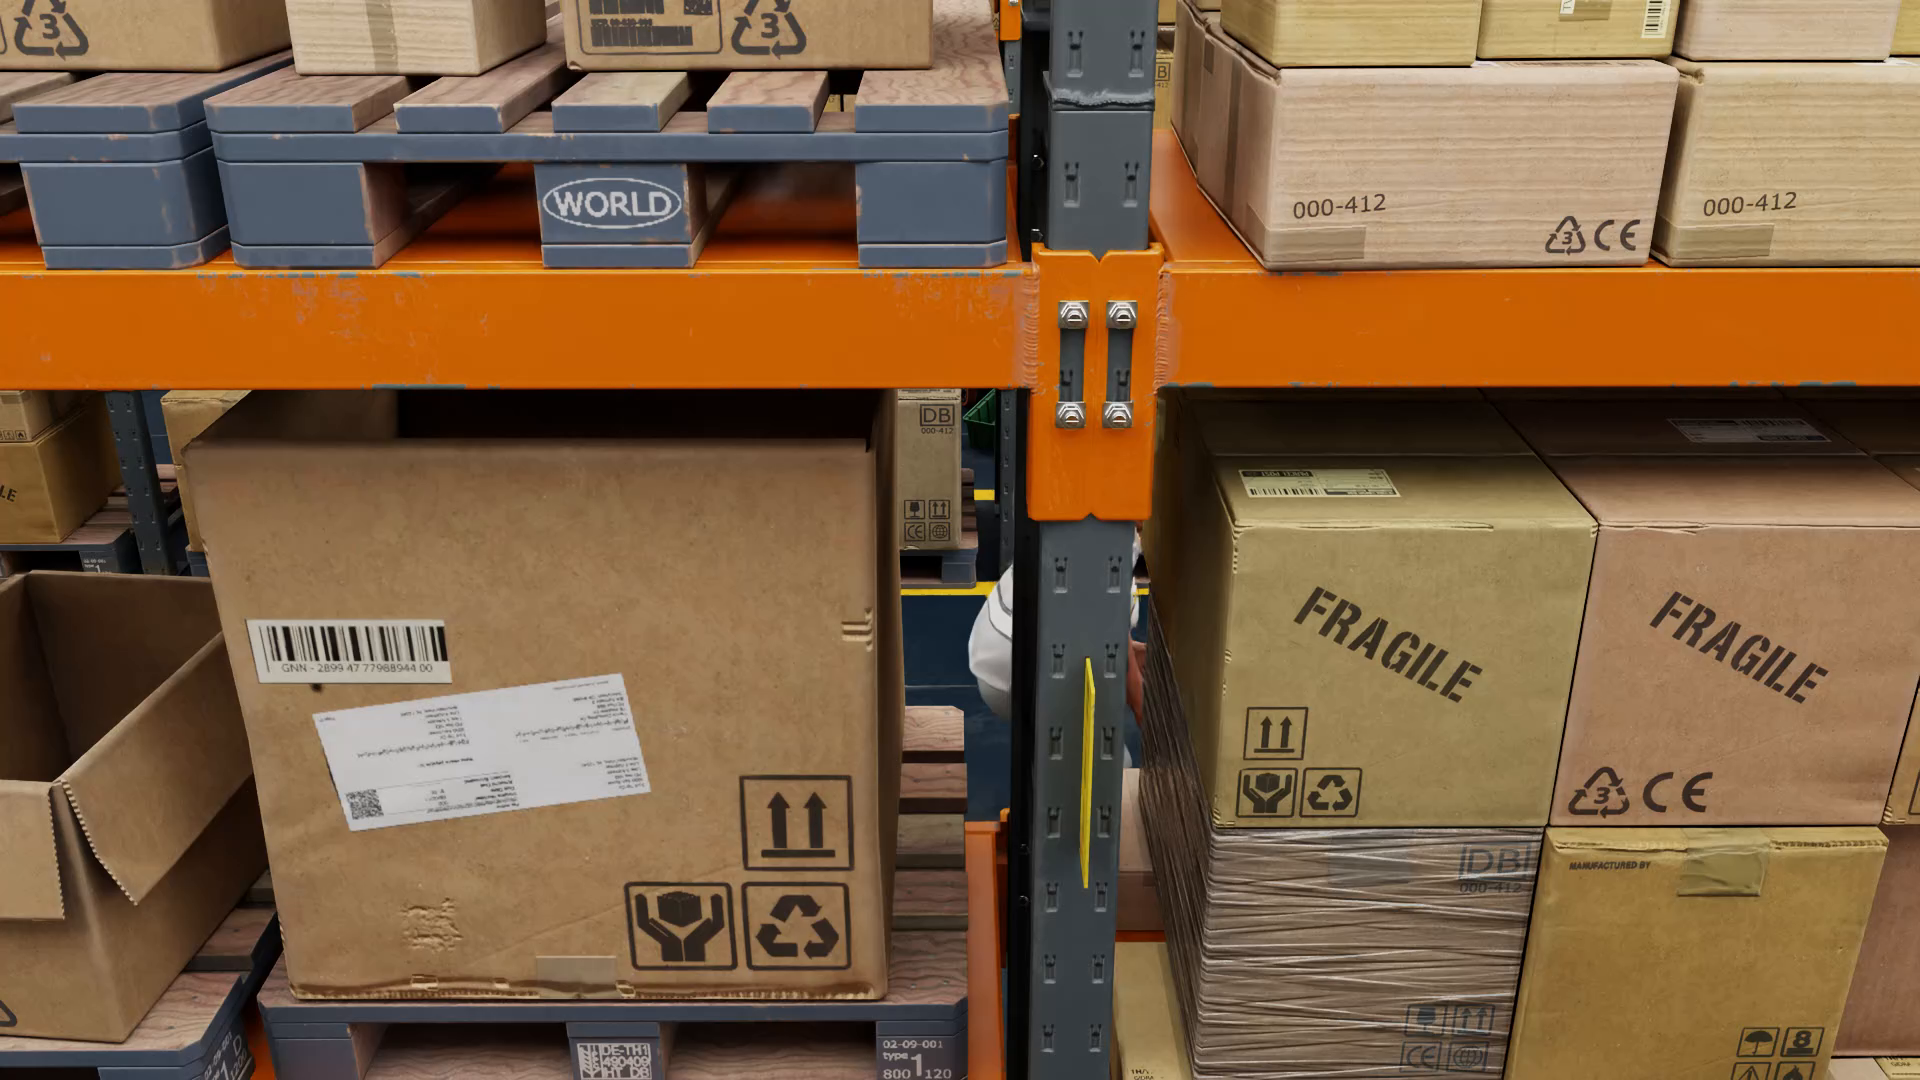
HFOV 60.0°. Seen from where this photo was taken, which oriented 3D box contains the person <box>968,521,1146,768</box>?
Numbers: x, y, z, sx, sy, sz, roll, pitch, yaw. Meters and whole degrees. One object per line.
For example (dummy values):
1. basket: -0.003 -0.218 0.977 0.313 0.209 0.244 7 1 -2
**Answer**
1. person: 0.413 0.404 5.544 0.770 1.469 0.590 0 24 0
